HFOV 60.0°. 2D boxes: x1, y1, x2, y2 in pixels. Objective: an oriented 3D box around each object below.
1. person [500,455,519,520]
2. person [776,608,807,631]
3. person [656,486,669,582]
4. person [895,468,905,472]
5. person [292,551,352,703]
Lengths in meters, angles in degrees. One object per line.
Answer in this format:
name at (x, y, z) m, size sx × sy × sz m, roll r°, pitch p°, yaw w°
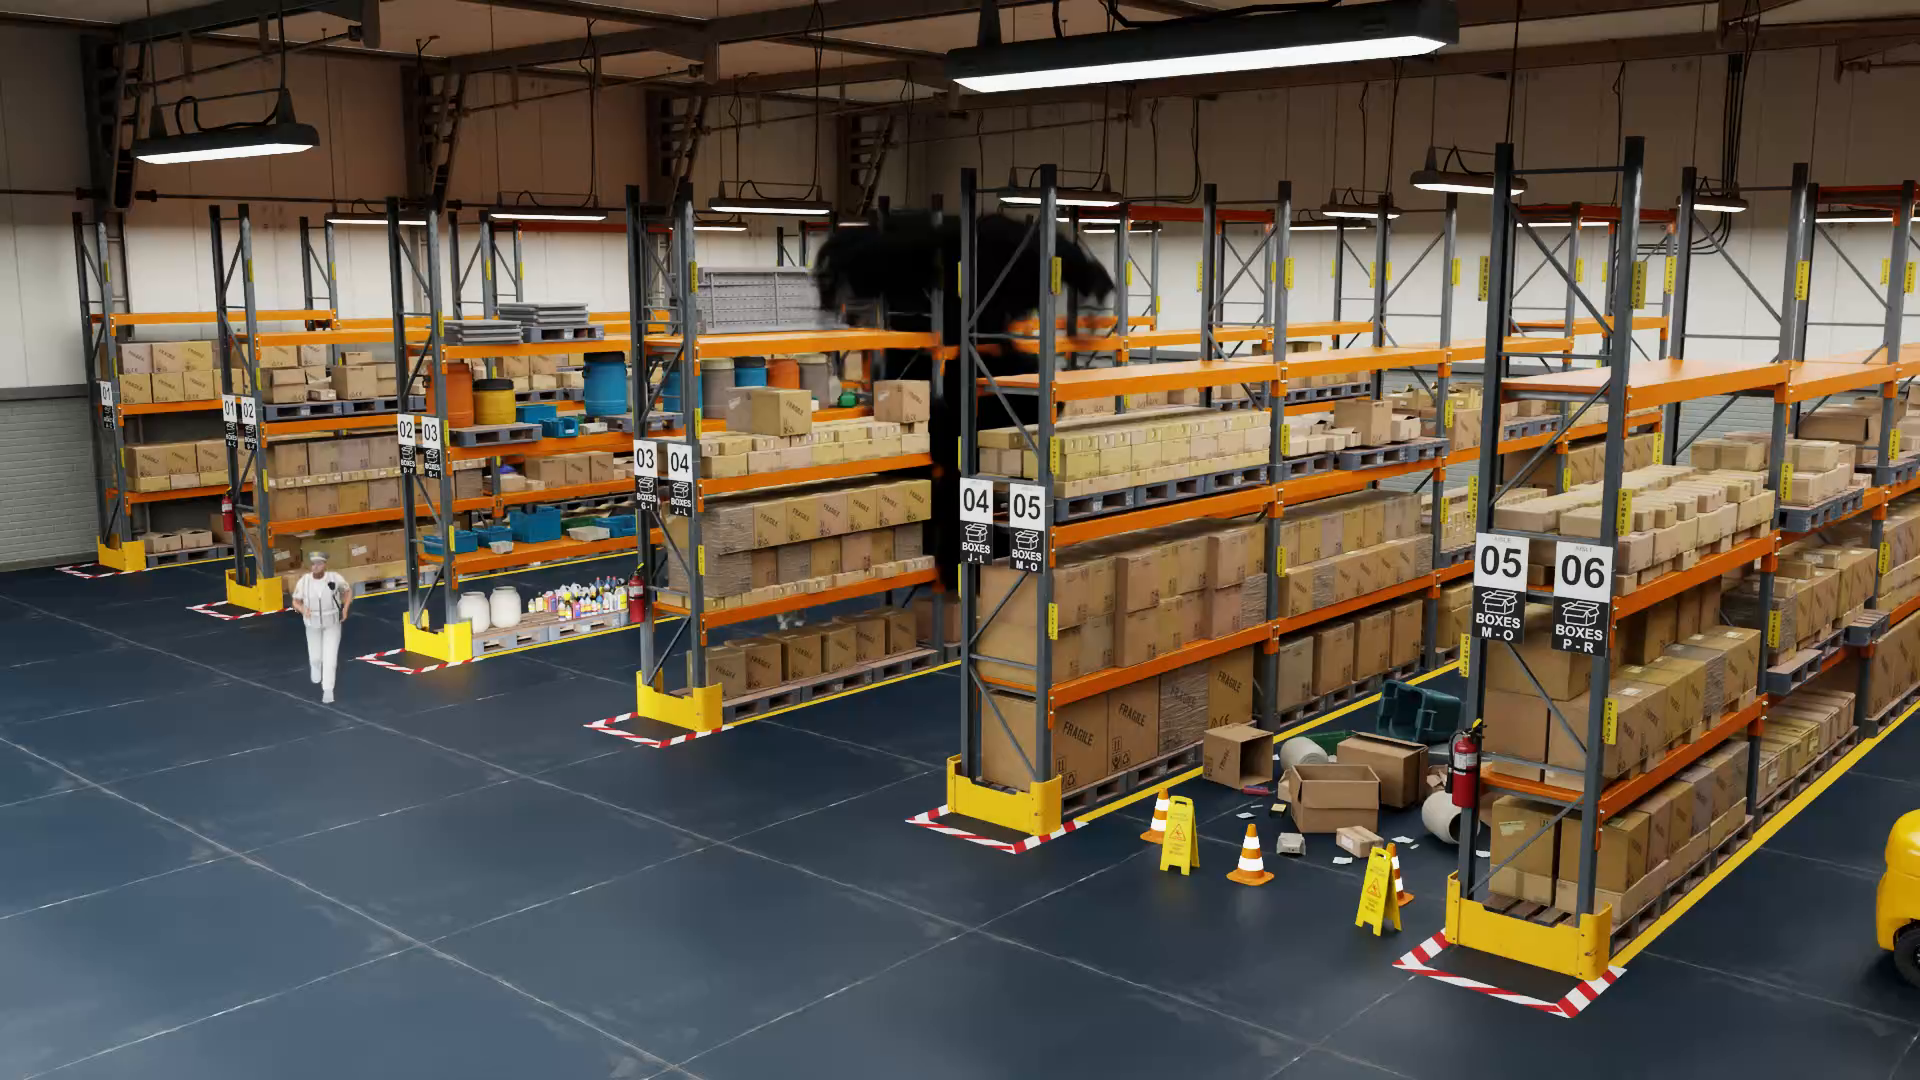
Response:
person at (-8.531, -0.820, 31.058) m, size 0.575 × 1.645 × 0.938 m, roll 7°, pitch 12°, yaw 35°
person at (-2.405, 0.484, 23.338) m, size 0.589 × 1.660 × 0.804 m, roll 5°, pitch 11°, yaw 29°
person at (-4.879, -0.143, 27.018) m, size 0.583 × 1.703 × 0.689 m, roll 5°, pitch 11°, yaw 29°
person at (-1.052, -0.963, 31.996) m, size 0.580 × 1.730 × 1.019 m, roll 7°, pitch 11°, yaw 34°
person at (-7.657, 0.999, 20.020) m, size 0.672 × 1.786 × 0.918 m, roll -3°, pitch 10°, yaw -15°
